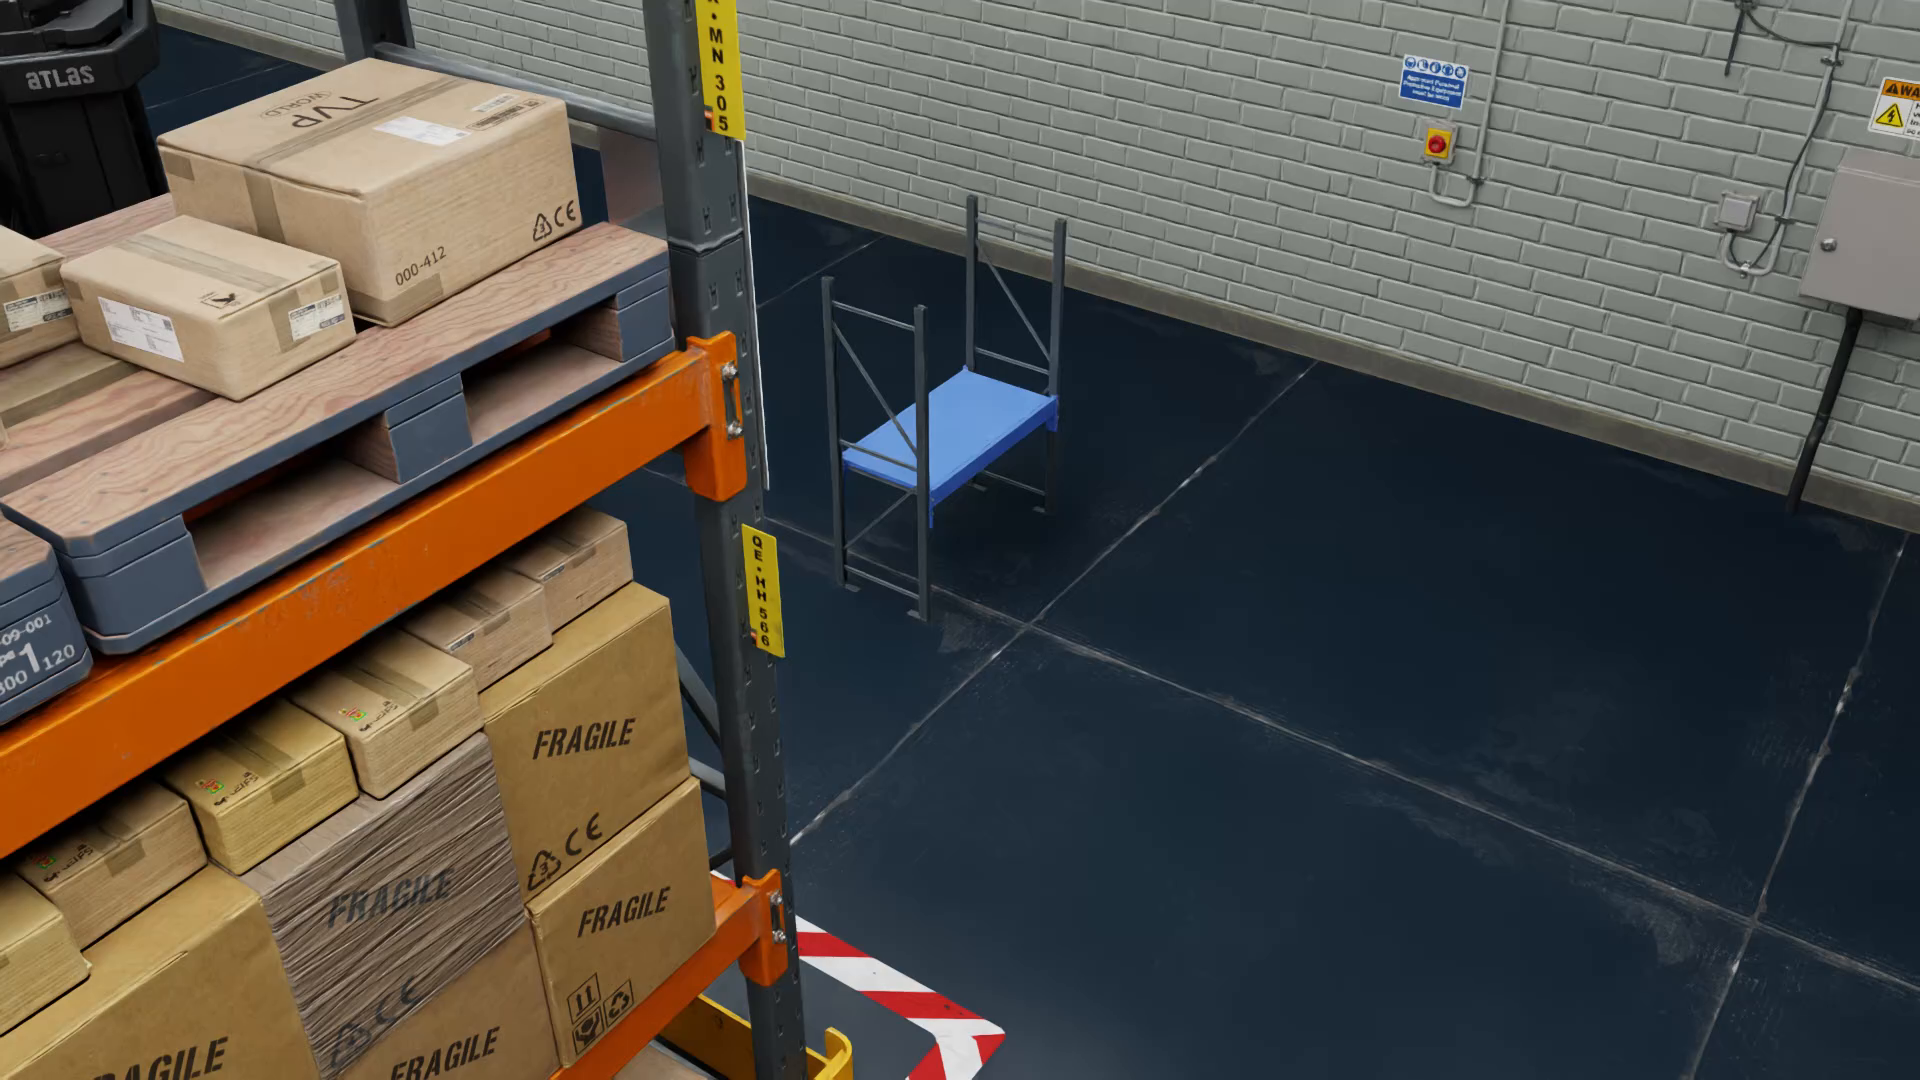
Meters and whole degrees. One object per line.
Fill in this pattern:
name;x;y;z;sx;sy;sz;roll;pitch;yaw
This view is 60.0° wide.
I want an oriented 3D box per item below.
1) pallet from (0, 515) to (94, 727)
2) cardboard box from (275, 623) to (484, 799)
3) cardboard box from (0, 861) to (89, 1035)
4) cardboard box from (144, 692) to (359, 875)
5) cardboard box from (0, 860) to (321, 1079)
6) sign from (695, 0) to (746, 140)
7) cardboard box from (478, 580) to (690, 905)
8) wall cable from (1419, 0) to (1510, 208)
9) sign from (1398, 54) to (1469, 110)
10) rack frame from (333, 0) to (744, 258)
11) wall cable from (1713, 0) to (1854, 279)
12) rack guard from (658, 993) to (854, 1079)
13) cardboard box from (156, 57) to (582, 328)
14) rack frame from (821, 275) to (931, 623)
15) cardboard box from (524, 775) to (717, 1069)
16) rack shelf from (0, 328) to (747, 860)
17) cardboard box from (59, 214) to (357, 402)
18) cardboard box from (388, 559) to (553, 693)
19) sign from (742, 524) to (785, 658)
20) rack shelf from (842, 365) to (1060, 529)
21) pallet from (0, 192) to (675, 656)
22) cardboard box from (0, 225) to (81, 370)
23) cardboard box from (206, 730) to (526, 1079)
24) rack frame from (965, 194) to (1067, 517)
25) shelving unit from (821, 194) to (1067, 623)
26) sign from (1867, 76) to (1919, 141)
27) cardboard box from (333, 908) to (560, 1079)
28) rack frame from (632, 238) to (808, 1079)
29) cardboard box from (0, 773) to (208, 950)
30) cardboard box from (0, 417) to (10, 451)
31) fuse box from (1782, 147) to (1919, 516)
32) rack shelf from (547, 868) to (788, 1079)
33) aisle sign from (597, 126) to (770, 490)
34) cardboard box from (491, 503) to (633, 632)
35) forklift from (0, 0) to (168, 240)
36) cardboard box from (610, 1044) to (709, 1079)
pallet;-1.982;0.215;2.155;1.003;0.211;1.213;21;39;28
cardboard box;-1.116;0.288;3.086;0.380;0.149;0.250;21;39;28
cardboard box;-1.595;0.622;2.591;0.380;0.149;0.250;22;40;29
cardboard box;-1.293;0.390;2.934;0.380;0.149;0.250;22;40;29
cardboard box;-1.511;0.831;2.861;0.500;0.500;0.500;21;39;28
sign;-0.435;-0.884;2.982;0.100;0.325;0.005;21;39;28
cardboard box;-0.952;0.355;3.566;0.500;0.500;0.500;23;40;30
wall cable;2.323;-2.524;7.869;0.585;1.953;0.123;21;39;28
sign;2.318;-2.245;8.151;0.327;0.218;0.001;21;39;28
rack frame;-0.873;-1.973;2.634;1.000;3.000;0.127;21;39;28
wall cable;3.495;-2.063;7.216;0.588;1.984;0.122;21;39;28
rack guard;-0.859;1.537;5.031;1.175;0.500;0.348;21;39;28
cardboard box;-1.055;-0.647;3.022;0.500;0.250;0.500;18;38;24
rack frame;-0.338;-0.348;6.926;0.500;1.500;0.032;21;39;28
cardboard box;-0.930;0.778;3.833;0.500;0.500;0.500;21;40;28
rack shelf;-2.013;0.488;2.315;1.077;0.370;4.000;21;39;28
cardboard box;-1.229;-0.387;2.727;0.380;0.149;0.250;18;38;25
cardboard box;-1.038;0.142;3.302;0.380;0.149;0.250;22;40;29
sign;-0.435;0.115;3.658;0.100;0.325;0.005;21;39;28
rack shelf;-0.049;-0.433;7.373;0.538;0.185;1.000;21;39;28
pallet;-1.287;-0.349;2.989;1.003;0.211;1.213;21;39;28
cardboard box;-1.682;-0.414;2.767;0.380;0.149;0.250;23;40;30
cardboard box;-1.226;0.605;3.196;0.500;0.500;0.500;21;40;28
rack frame;0.241;-0.816;7.618;0.500;1.500;0.032;21;39;28
shelving unit;-0.049;-0.582;7.272;0.538;1.500;1.048;21;39;28
sign;4.038;-1.807;7.007;0.339;0.242;0.001;21;39;28
cardboard box;-1.229;1.004;3.499;0.500;0.500;0.500;20;39;27
rack frame;-0.873;0.513;4.314;1.000;3.000;0.127;21;39;28
cardboard box;-1.501;0.488;2.790;0.380;0.149;0.250;21;39;28
cardboard box;-1.767;-0.236;2.358;0.500;0.311;0.500;22;40;29
fuse box;3.966;-0.818;7.432;0.539;1.711;0.414;21;39;28
rack shelf;-2.013;1.731;3.155;1.077;0.370;4.000;21;39;28
aisle sign;-0.577;-0.498;3.489;0.394;0.787;0.004;21;39;28
cardboard box;-0.913;0.017;3.486;0.380;0.149;0.250;22;40;29
forklift;-3.351;-0.432;5.772;3.031;2.935;1.130;-13;36;-19
cardboard box;-1.167;1.736;4.418;0.875;0.438;0.875;20;39;27
